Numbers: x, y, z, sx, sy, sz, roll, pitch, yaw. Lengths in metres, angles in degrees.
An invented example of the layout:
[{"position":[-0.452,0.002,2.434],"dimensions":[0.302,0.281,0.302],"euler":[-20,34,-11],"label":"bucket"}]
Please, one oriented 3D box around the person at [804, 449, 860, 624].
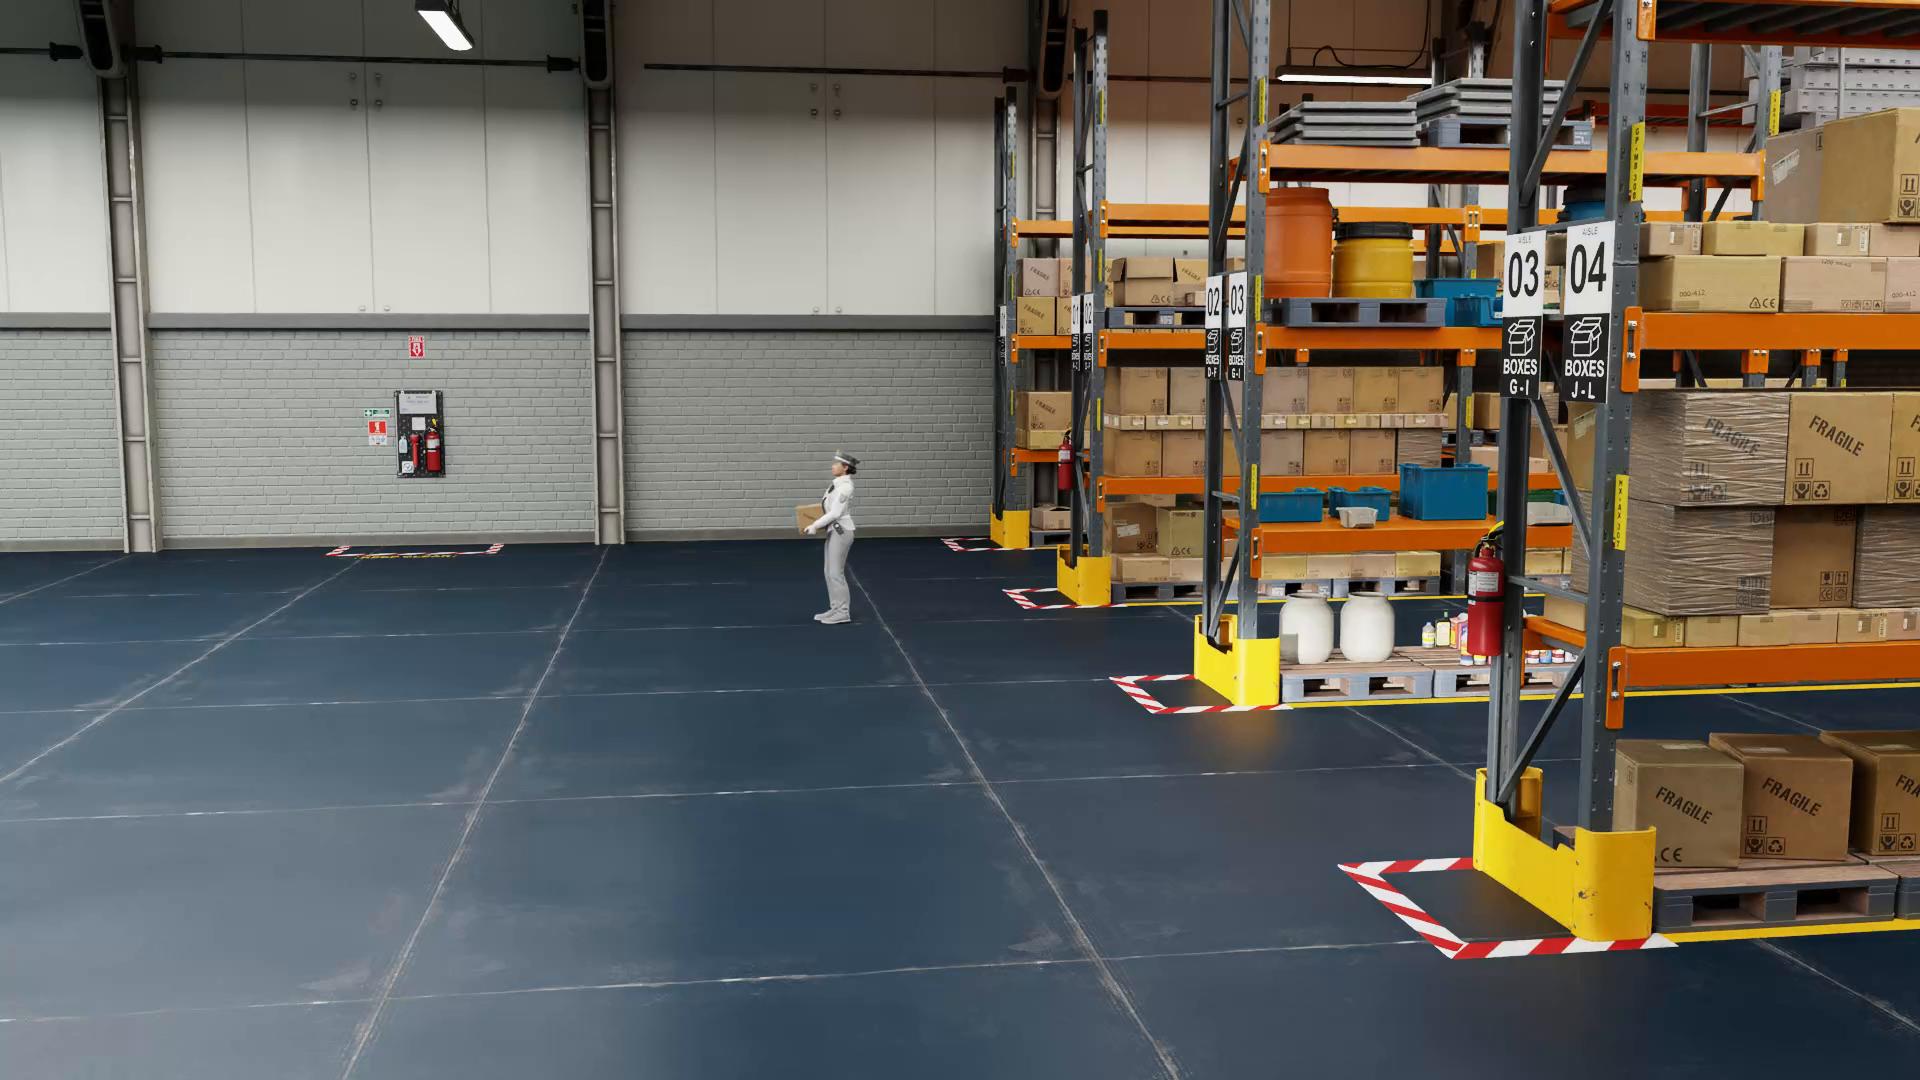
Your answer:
[{"position":[-1.238,-0.043,16.092],"dimensions":[0.555,1.687,0.461],"euler":[-1,7,-9],"label":"person"}]
